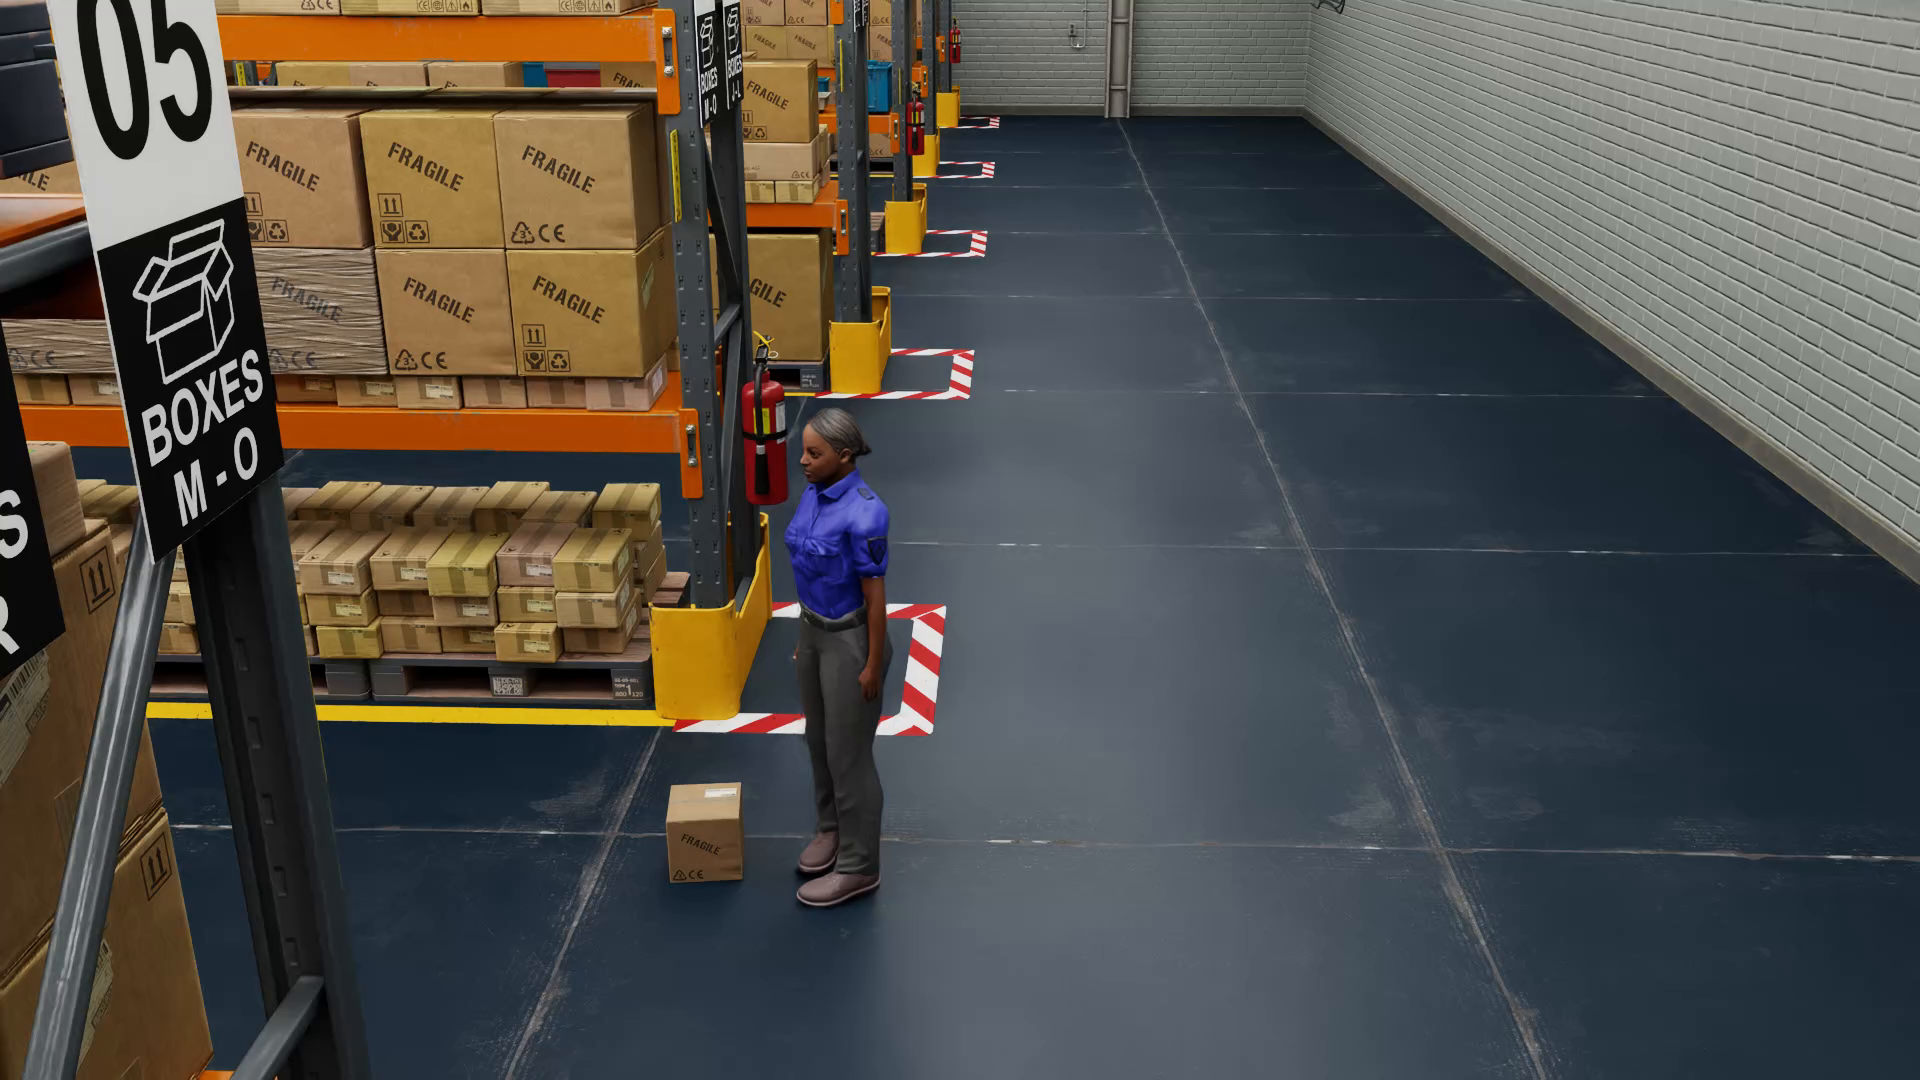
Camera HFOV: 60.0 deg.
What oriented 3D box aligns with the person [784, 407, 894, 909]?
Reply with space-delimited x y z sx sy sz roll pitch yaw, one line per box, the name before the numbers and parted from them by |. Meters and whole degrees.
person | -0.450 0.378 5.574 0.415 1.673 0.495 -13 24 -30
